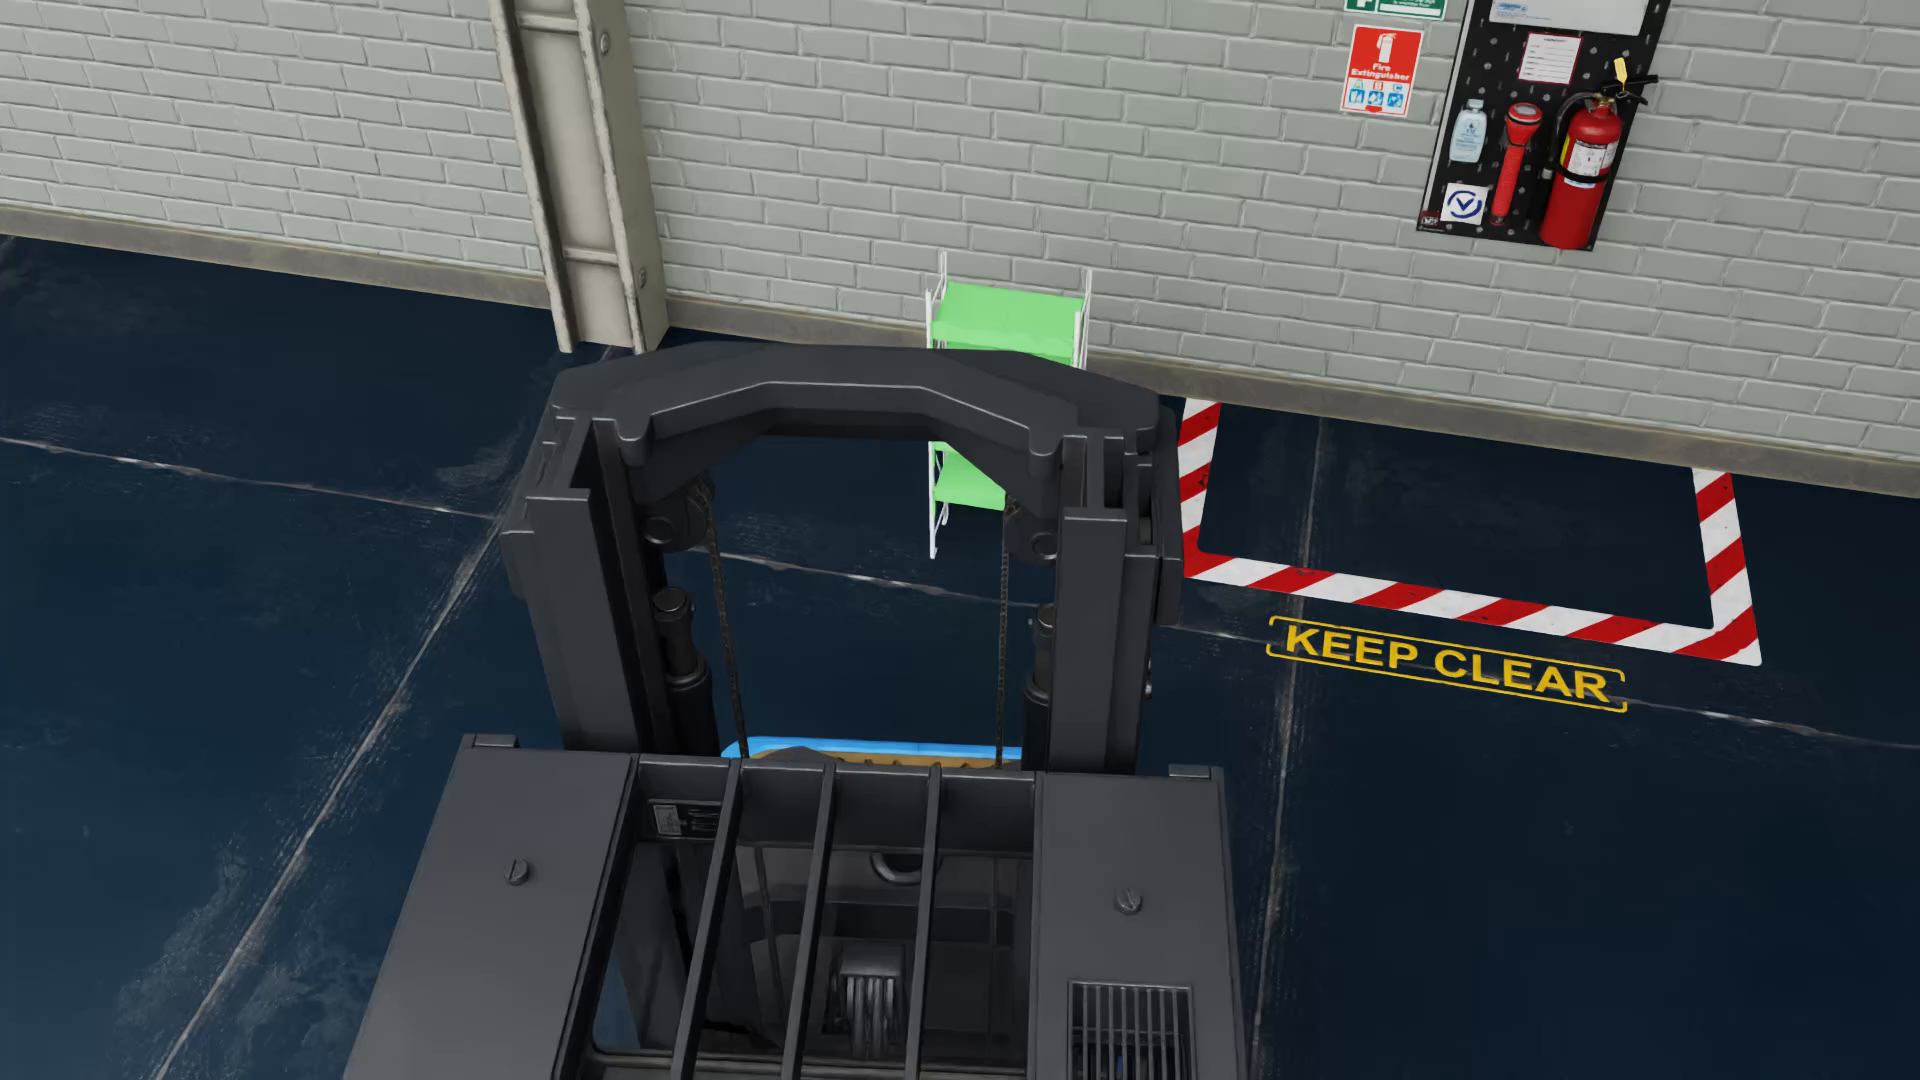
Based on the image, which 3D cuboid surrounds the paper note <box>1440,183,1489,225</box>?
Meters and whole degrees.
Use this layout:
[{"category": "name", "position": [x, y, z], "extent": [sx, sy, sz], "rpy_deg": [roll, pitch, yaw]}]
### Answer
[{"category": "paper note", "position": [1.813, -1.207, 5.976], "extent": [0.142, 0.148, 0.016], "rpy_deg": [9, 45, 9]}]

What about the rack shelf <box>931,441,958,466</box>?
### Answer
[{"category": "rack shelf", "position": [0.162, -0.361, 5.852], "extent": [0.480, 0.148, 0.258], "rpy_deg": [9, 45, 9]}]

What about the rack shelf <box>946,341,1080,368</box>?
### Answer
[{"category": "rack shelf", "position": [0.162, -0.534, 5.686], "extent": [0.480, 0.148, 0.258], "rpy_deg": [9, 45, 9]}]

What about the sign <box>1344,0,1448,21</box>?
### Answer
[{"category": "sign", "position": [1.456, -1.802, 5.551], "extent": [0.331, 0.109, 0.001], "rpy_deg": [9, 45, 9]}]

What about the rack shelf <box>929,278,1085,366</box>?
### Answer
[{"category": "rack shelf", "position": [0.162, -0.707, 5.519], "extent": [0.480, 0.148, 0.258], "rpy_deg": [9, 45, 9]}]

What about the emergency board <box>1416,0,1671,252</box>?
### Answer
[{"category": "emergency board", "position": [1.970, -1.451, 5.595], "extent": [0.643, 1.169, 0.194], "rpy_deg": [9, 45, 9]}]

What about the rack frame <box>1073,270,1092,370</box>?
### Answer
[{"category": "rack frame", "position": [0.400, -0.370, 5.769], "extent": [0.015, 1.200, 0.240], "rpy_deg": [9, 45, 9]}]

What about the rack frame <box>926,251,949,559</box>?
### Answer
[{"category": "rack frame", "position": [-0.077, -0.444, 5.846], "extent": [0.015, 1.200, 0.240], "rpy_deg": [9, 45, 9]}]

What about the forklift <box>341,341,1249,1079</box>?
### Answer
[{"category": "forklift", "position": [-0.186, 1.248, 2.840], "extent": [1.130, 2.935, 3.031], "rpy_deg": [2, 44, 2]}]

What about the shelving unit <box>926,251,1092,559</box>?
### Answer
[{"category": "shelving unit", "position": [0.162, -0.407, 5.808], "extent": [0.503, 1.200, 0.258], "rpy_deg": [9, 45, 9]}]

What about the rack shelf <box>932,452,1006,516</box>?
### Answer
[{"category": "rack shelf", "position": [0.162, -0.188, 6.019], "extent": [0.480, 0.148, 0.258], "rpy_deg": [9, 45, 9]}]

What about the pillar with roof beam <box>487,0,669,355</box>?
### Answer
[{"category": "pillar with roof beam", "position": [-2.422, -1.208, 1.016], "extent": [0.400, 9.000, 9.100], "rpy_deg": [9, 45, 9]}]

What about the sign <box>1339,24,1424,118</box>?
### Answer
[{"category": "sign", "position": [1.453, -1.617, 5.742], "extent": [0.234, 0.329, 0.001], "rpy_deg": [9, 45, 9]}]
